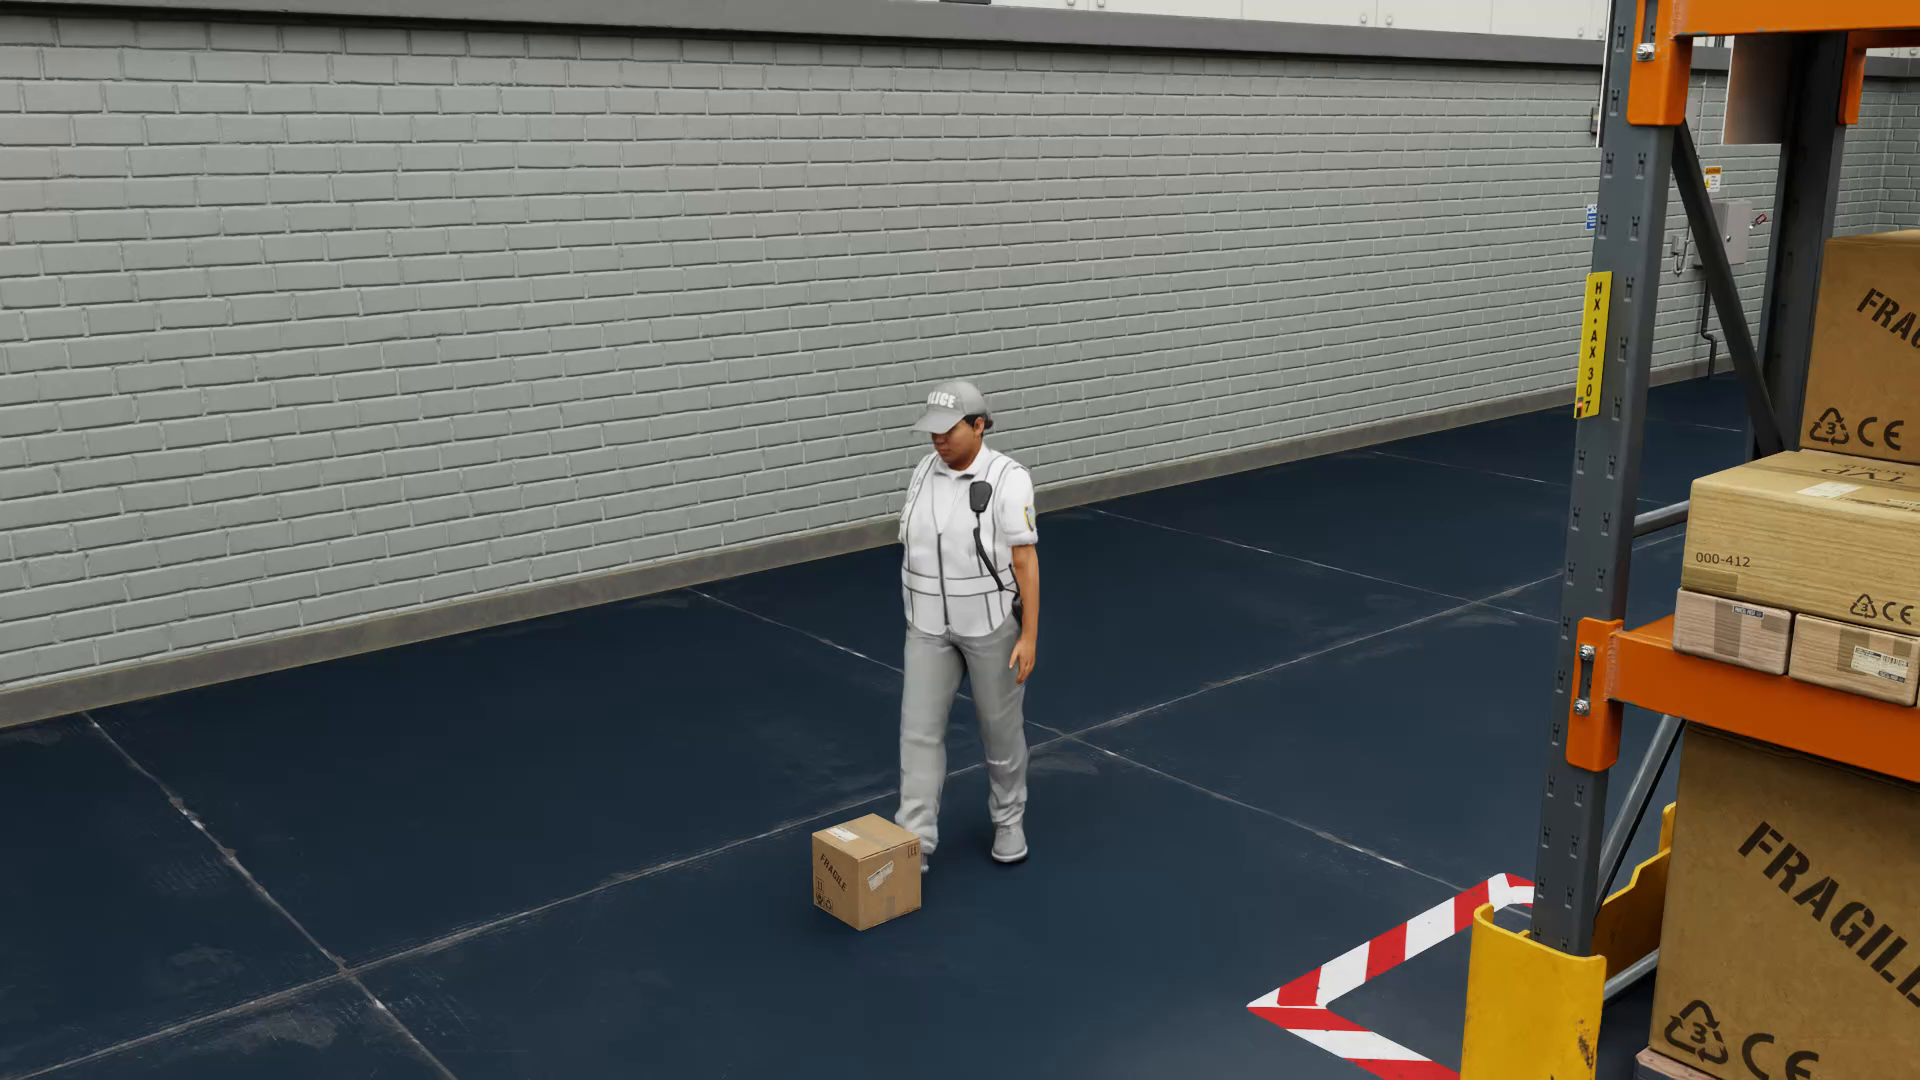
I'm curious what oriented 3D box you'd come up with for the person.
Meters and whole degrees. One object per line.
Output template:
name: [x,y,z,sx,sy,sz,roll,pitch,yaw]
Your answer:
person: [0.003,0.309,5.427,0.499,1.651,0.716,6,15,22]
